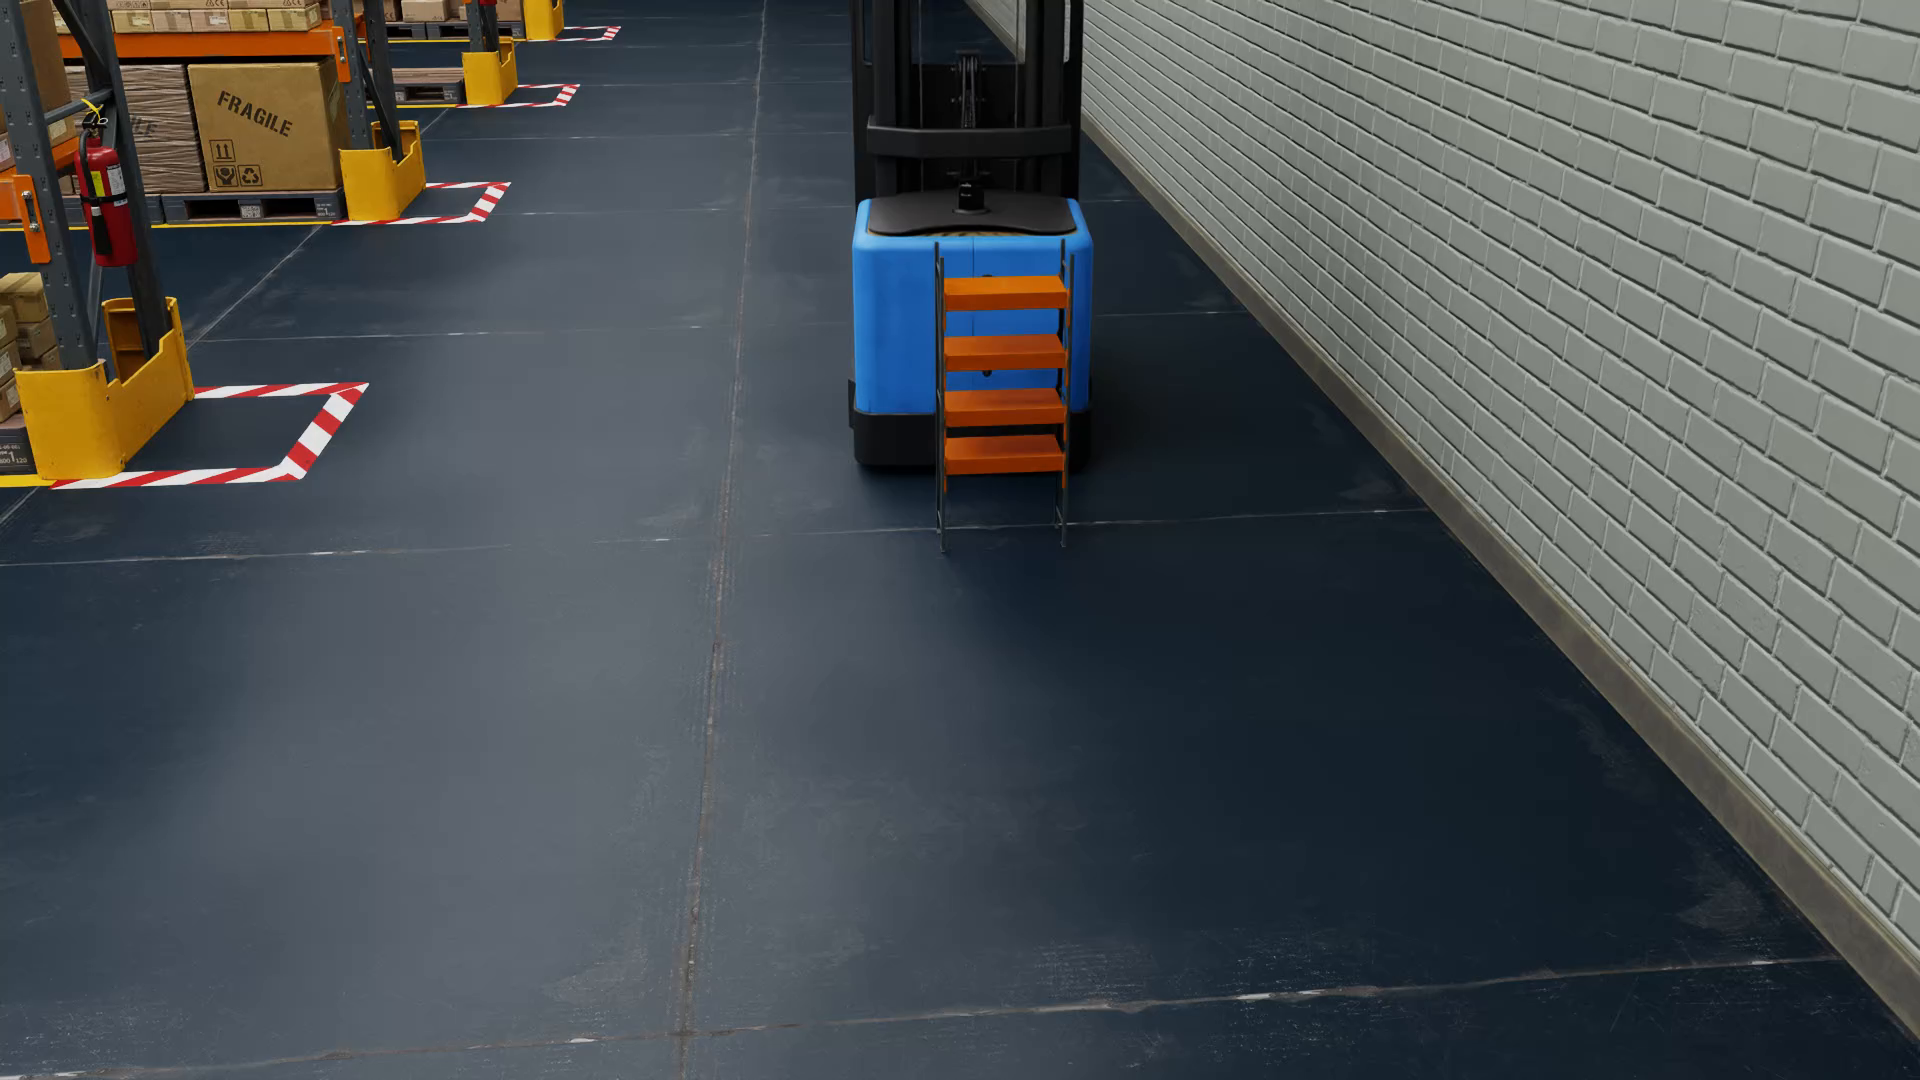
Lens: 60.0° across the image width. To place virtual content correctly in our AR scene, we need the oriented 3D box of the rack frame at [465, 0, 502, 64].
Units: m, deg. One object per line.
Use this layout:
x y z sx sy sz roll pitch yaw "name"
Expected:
-4.770 -5.888 16.303 0.127 3.000 1.000 -2 24 -5 "rack frame"

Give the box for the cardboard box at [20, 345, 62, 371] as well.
-4.449 -0.874 8.017 0.250 0.149 0.380 -2 24 -4 "cardboard box"

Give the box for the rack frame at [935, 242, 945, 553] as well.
-0.078 -0.545 6.499 0.015 1.200 0.240 -2 24 -5 "rack frame"

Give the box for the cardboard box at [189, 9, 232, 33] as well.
-5.115 -3.603 11.472 0.250 0.149 0.380 -2 24 -5 "cardboard box"

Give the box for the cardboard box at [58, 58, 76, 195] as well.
-6.704 -2.977 11.853 0.875 0.875 0.875 -2 24 -5 "cardboard box"

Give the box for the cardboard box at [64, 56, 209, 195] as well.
-5.818 -3.012 11.933 0.875 0.875 0.875 -2 24 -5 "cardboard box"

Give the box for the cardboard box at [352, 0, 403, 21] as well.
-7.365 -6.867 21.039 0.637 0.503 0.797 -2 24 -5 "cardboard box"

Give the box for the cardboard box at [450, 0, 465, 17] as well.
-6.320 -6.907 21.441 0.500 0.250 0.500 -2 24 -5 "cardboard box"

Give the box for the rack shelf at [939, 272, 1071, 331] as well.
0.165 -0.914 6.362 0.480 0.148 0.258 -2 24 -5 "rack shelf"

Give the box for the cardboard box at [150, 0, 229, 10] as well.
-5.244 -3.806 11.439 0.500 0.250 0.500 -3 24 -6 "cardboard box"

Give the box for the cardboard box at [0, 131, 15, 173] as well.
-4.193 -1.635 7.044 0.250 0.149 0.380 -2 24 -5 "cardboard box"

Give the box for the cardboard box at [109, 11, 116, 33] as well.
-5.880 -3.571 11.401 0.250 0.149 0.380 -2 24 -5 "cardboard box"

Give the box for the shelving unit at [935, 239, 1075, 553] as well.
0.165 -0.555 6.521 0.503 1.200 0.258 -2 24 -5 "shelving unit"

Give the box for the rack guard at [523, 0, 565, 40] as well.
-5.329 -6.745 21.309 0.348 0.500 1.175 -2 24 -5 "rack guard"

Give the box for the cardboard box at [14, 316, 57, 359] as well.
-4.443 -0.985 7.899 0.250 0.149 0.380 -1 24 -3 "cardboard box"

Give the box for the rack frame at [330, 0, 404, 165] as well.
-4.283 -3.886 11.799 0.127 3.000 1.000 -2 24 -5 "rack frame"

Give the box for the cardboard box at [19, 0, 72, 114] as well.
-4.370 -2.152 7.409 0.500 0.500 0.500 -1 24 -3 "cardboard box"

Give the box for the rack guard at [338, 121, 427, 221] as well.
-4.259 -2.744 12.309 0.348 0.500 1.175 -2 24 -5 "rack guard"

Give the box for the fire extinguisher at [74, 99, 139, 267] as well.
-3.600 -1.494 6.974 0.183 0.674 0.296 -2 24 -5 "fire extinguisher"

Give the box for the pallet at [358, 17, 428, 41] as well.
-7.333 -6.533 21.188 1.213 0.211 1.003 -2 24 -5 "pallet"

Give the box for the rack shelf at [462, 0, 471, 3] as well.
-6.760 -5.479 16.269 4.000 0.370 1.077 -2 24 -5 "rack shelf"

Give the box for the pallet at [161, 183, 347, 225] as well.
-5.071 -2.548 12.222 1.213 0.211 1.003 -2 24 -5 "pallet"

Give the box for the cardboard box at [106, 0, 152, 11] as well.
-5.751 -3.786 11.393 0.500 0.250 0.500 -3 24 -7 "cardboard box"

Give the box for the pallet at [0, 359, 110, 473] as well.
-4.784 -0.581 7.798 1.213 0.211 1.003 -2 24 -5 "pallet"

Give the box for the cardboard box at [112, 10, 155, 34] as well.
-5.621 -3.582 11.425 0.250 0.149 0.380 -3 24 -6 "cardboard box"

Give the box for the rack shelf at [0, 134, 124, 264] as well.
-5.887 -1.468 7.246 4.000 0.370 1.077 -2 24 -5 "rack shelf"

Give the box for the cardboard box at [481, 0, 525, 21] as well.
-5.770 -6.827 20.953 0.500 0.500 0.500 -2 24 -5 "cardboard box"

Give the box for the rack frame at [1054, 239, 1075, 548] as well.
0.408 -0.565 6.543 0.015 1.200 0.240 -2 24 -5 "rack frame"

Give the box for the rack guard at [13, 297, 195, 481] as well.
-3.972 -0.731 7.780 0.348 0.500 1.175 -2 24 -5 "rack guard"

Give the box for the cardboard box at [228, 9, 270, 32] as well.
-4.864 -3.612 11.493 0.250 0.149 0.380 -2 24 -5 "cardboard box"

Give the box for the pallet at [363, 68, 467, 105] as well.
-5.595 -4.596 16.830 1.213 0.211 1.003 -2 24 -5 "pallet"

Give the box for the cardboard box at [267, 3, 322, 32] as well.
-4.605 -3.623 11.518 0.250 0.149 0.380 -2 24 -4 "cardboard box"

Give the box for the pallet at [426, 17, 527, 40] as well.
-6.122 -6.580 21.295 1.213 0.211 1.003 -2 24 -5 "pallet"

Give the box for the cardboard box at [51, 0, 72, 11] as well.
-6.269 -3.763 11.342 0.500 0.250 0.500 -2 24 -5 "cardboard box"

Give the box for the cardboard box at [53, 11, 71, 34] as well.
-6.126 -3.563 11.381 0.250 0.149 0.380 -2 24 -4 "cardboard box"

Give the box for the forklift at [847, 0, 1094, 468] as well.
0.028 -2.205 8.102 1.130 2.935 3.031 0 24 -1 "forklift"

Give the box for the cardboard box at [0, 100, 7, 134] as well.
-4.318 -1.936 6.924 0.500 0.500 0.500 -2 24 -4 "cardboard box"

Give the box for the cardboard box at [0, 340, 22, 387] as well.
-4.393 -0.765 7.406 0.250 0.149 0.380 -3 24 -7 "cardboard box"

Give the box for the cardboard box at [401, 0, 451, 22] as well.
-6.718 -6.687 20.946 0.500 0.250 0.500 -2 24 -5 "cardboard box"

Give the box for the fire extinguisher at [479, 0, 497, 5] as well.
-4.575 -5.504 15.995 0.183 0.674 0.296 -2 24 -5 "fire extinguisher"

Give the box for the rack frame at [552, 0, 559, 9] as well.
-5.253 -7.890 20.808 0.127 3.000 1.000 -2 24 -5 "rack frame"

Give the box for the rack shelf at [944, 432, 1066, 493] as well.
0.165 -0.312 6.629 0.480 0.148 0.258 -2 24 -5 "rack shelf"

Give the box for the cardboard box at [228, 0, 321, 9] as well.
-4.739 -3.826 11.484 0.500 0.250 0.500 -3 24 -6 "cardboard box"

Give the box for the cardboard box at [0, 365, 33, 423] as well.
-4.400 -0.661 7.536 0.250 0.149 0.380 -2 24 -4 "cardboard box"

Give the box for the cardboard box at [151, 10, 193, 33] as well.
-5.363 -3.593 11.450 0.250 0.149 0.380 -2 24 -4 "cardboard box"

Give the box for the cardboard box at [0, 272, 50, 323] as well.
-4.451 -1.154 7.914 0.250 0.149 0.380 -3 24 -8 "cardboard box"

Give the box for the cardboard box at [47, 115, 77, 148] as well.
-4.251 -1.881 7.599 0.250 0.149 0.380 -2 24 -6 "cardboard box"

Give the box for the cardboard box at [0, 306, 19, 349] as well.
-4.398 -0.914 7.374 0.250 0.149 0.380 -2 24 -5 "cardboard box"

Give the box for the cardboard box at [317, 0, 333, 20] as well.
-4.669 -3.890 12.118 0.250 0.149 0.380 -2 24 -5 "cardboard box"

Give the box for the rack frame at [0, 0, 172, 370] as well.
-3.896 -1.877 7.279 0.127 3.000 1.000 -2 24 -5 "rack frame"

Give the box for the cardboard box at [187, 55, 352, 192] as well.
-4.912 -3.049 12.015 0.875 0.875 0.875 -2 24 -5 "cardboard box"

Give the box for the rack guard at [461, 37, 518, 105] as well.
-4.747 -4.751 16.824 0.348 0.500 1.175 -2 24 -5 "rack guard"

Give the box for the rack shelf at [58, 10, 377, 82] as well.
-6.274 -3.477 11.765 4.000 0.370 1.077 -2 24 -5 "rack shelf"

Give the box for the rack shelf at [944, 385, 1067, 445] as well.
0.165 -0.493 6.548 0.480 0.148 0.258 -2 24 -5 "rack shelf"

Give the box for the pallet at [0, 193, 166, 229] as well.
-6.283 -2.500 12.115 1.213 0.211 1.003 -2 24 -5 "pallet"

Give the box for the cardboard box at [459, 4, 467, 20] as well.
-6.182 -6.695 21.066 0.250 0.166 0.380 -2 24 -5 "cardboard box"

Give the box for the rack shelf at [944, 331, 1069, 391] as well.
0.165 -0.698 6.458 0.480 0.148 0.258 -2 24 -5 "rack shelf"
